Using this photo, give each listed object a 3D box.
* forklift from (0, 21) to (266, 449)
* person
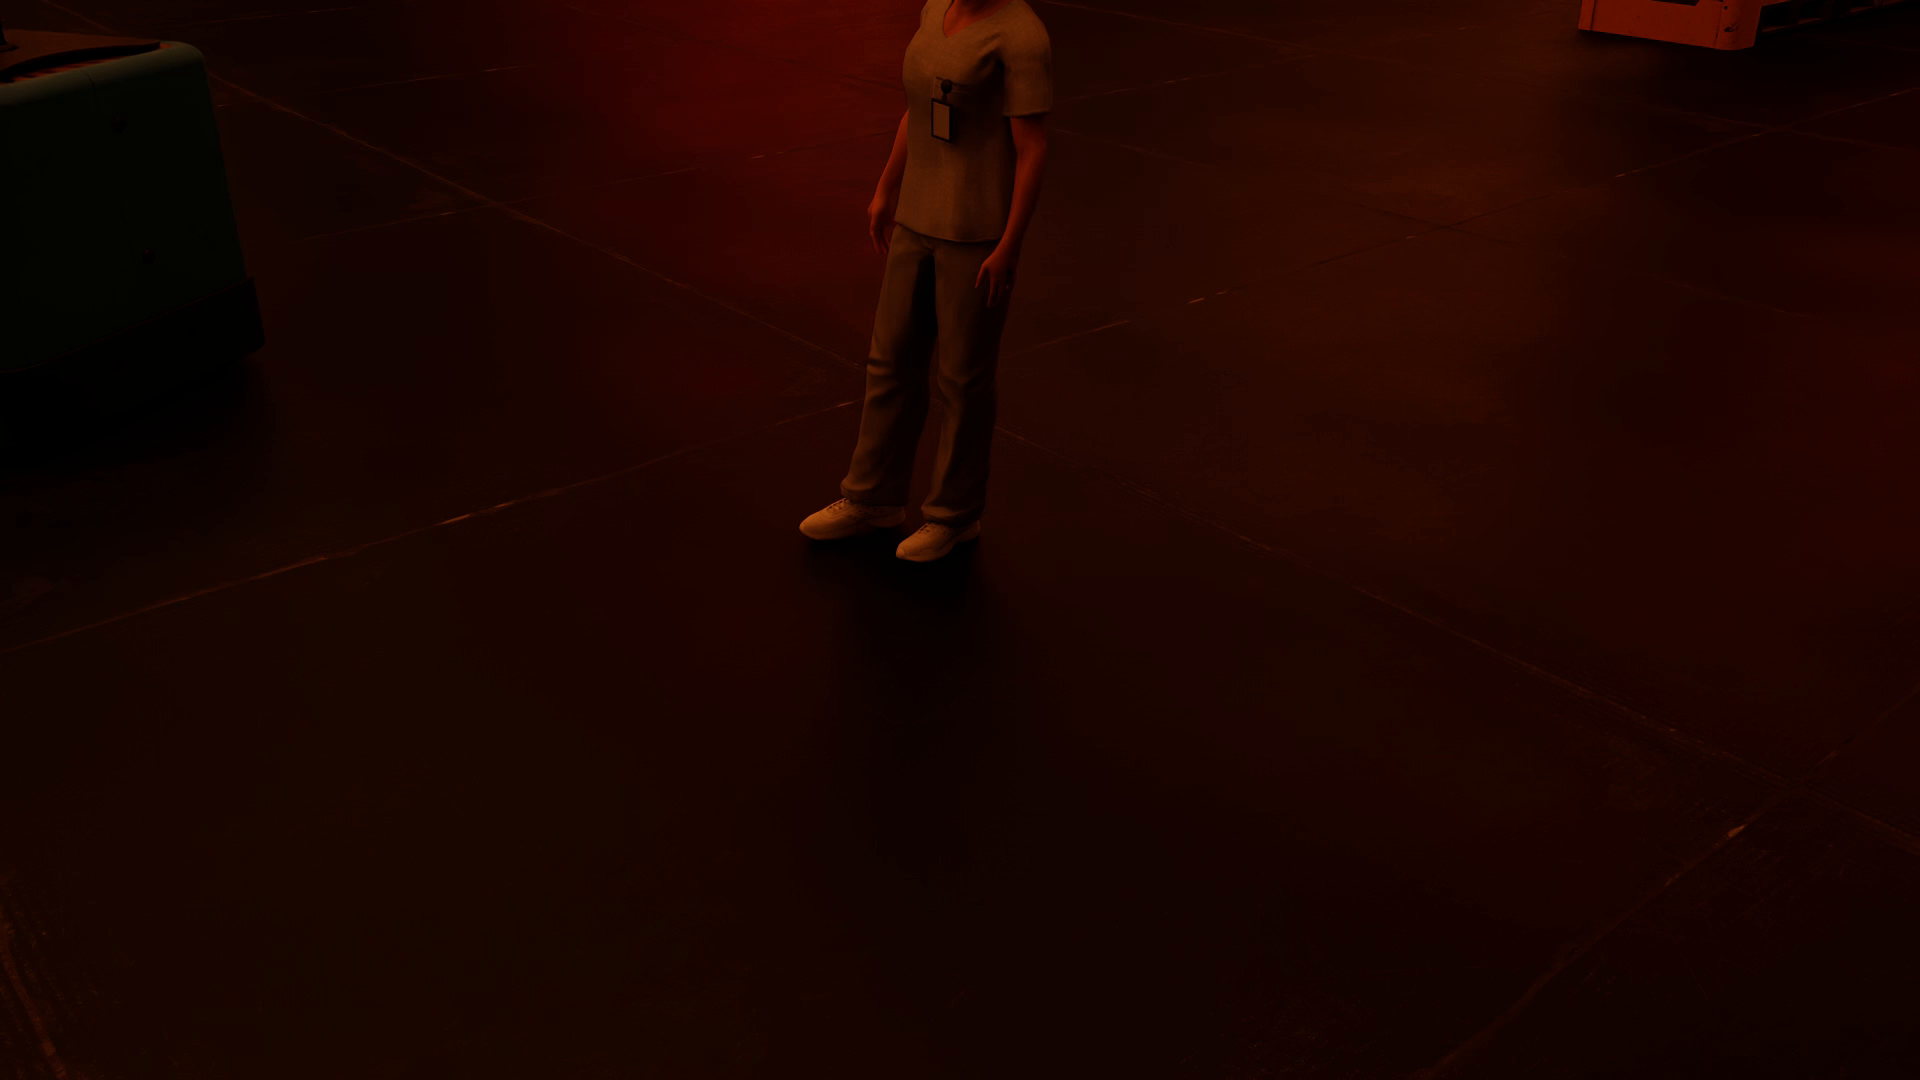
[{"bbox_3d":[-3.949,-1.950,5.134,3.031,2.935,1.130,9,28,18],"label":"forklift"},{"bbox_3d":[-0.065,-0.741,4.093,0.549,1.675,0.549,-20,33,-35],"label":"person"}]
